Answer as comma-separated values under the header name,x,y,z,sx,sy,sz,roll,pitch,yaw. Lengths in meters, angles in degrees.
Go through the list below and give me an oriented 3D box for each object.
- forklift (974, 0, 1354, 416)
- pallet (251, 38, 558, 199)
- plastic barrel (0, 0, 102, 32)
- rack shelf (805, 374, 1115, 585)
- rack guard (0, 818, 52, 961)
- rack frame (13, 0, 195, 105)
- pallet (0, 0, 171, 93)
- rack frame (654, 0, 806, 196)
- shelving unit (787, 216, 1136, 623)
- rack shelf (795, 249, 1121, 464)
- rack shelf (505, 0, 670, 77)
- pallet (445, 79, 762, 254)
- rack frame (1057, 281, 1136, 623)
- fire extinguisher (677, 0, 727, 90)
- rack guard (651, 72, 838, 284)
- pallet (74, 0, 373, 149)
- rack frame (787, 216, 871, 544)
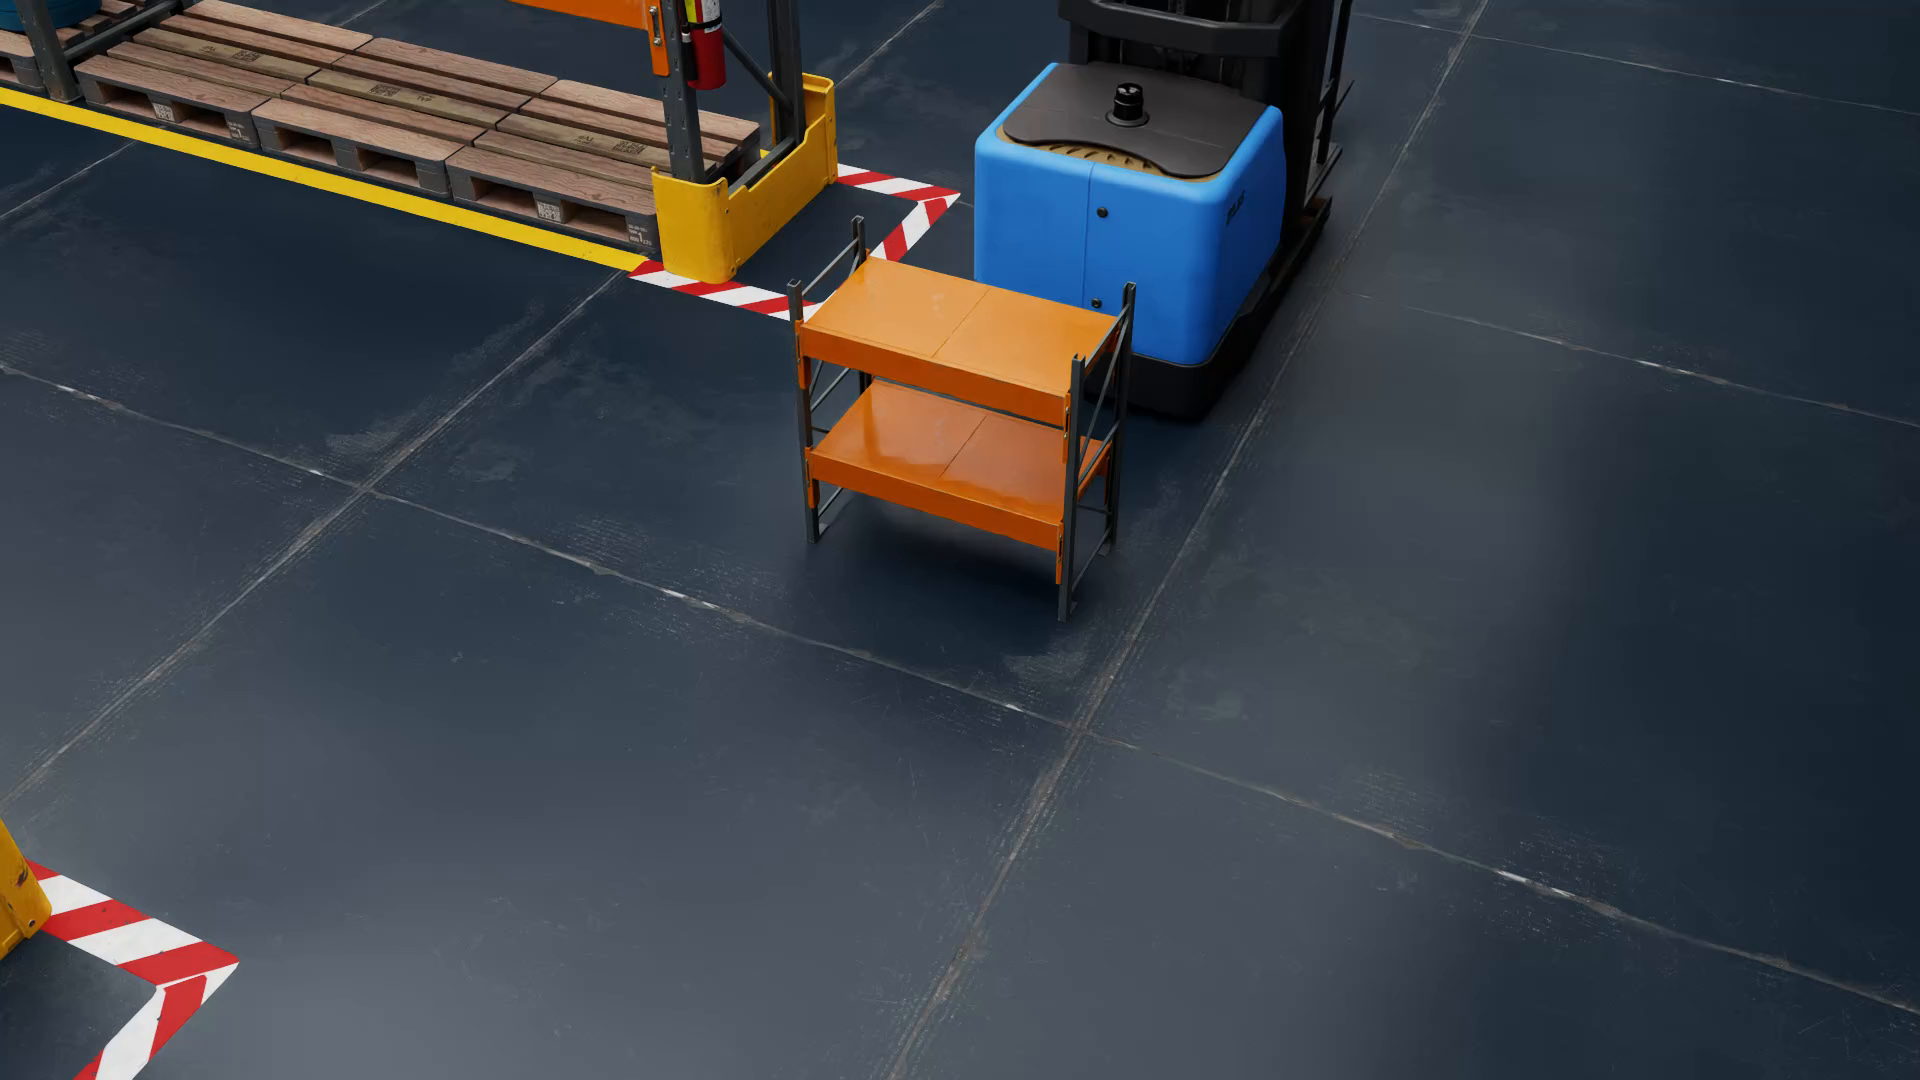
name,x,y,z,sx,sy,sz,roll,pitch,yaw
forklift,1.122,-2.575,6.983,1.130,2.935,3.031,17,44,19
pallet,-2.852,-2.216,8.646,1.213,0.211,1.003,17,44,19
plastic barrel,-5.130,-3.314,9.065,0.708,0.901,0.600,17,44,19
rack shelf,0.006,-0.238,6.040,1.000,0.278,0.538,17,44,19
rack guard,-3.092,1.211,4.471,0.348,0.500,1.175,17,44,19
rack frame,-4.645,-3.788,8.330,0.127,3.000,1.000,17,44,19
pallet,-5.326,-2.972,9.518,1.213,0.211,1.003,17,44,19
rack frame,-1.020,-2.680,7.052,0.127,3.000,1.000,17,44,19
shelving unit,0.006,-0.423,5.879,1.048,1.125,0.538,17,44,19
rack shelf,0.006,-0.644,5.688,1.000,0.278,0.538,17,44,19
rack shelf,-2.832,-2.962,7.926,4.000,0.370,1.077,17,44,19
pallet,-1.751,-1.878,8.255,1.213,0.211,1.003,17,44,19
rack frame,0.467,-0.282,5.717,0.032,1.125,0.500,17,44,19
fire extinguisher,-1.075,-2.198,6.840,0.183,0.674,0.296,17,44,19
rack guard,-0.992,-1.737,7.872,0.348,0.500,1.175,17,44,19
pallet,-3.962,-2.553,9.035,1.213,0.211,1.003,17,44,19
rack frame,-0.455,-0.564,6.042,0.032,1.125,0.500,17,44,19
